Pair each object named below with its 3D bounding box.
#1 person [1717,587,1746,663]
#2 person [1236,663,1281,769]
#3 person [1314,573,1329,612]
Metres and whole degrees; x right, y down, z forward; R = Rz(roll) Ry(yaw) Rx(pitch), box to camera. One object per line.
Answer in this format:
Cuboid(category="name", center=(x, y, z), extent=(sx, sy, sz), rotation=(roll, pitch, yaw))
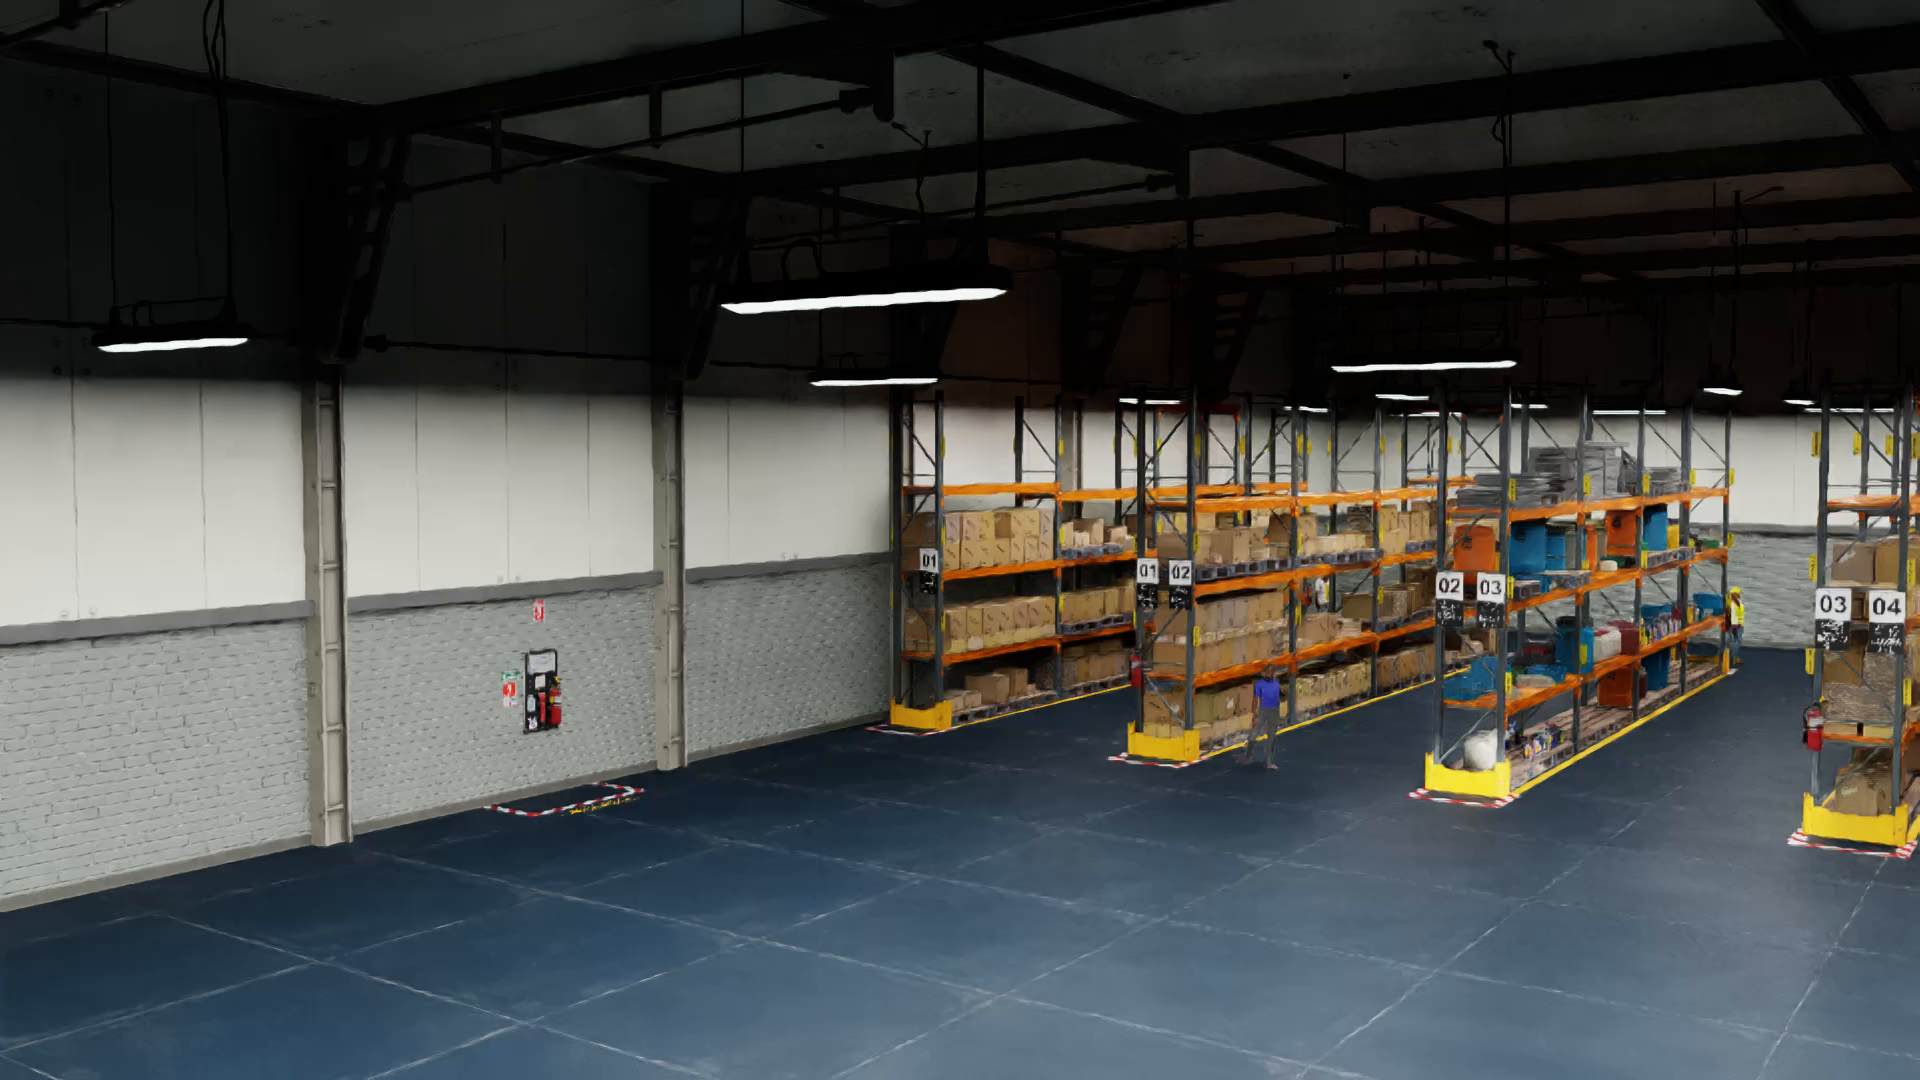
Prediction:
Cuboid(category="person", center=(17.810, 1.959, 38.494), extent=(0.714, 1.766, 0.473), rotation=(-1, 3, -16))
Cuboid(category="person", center=(4.654, 2.723, 25.861), extent=(0.650, 1.650, 0.471), rotation=(0, 3, -8))
Cuboid(category="person", center=(9.743, 1.625, 44.188), extent=(0.744, 1.755, 0.567), rotation=(-1, 3, -17))
